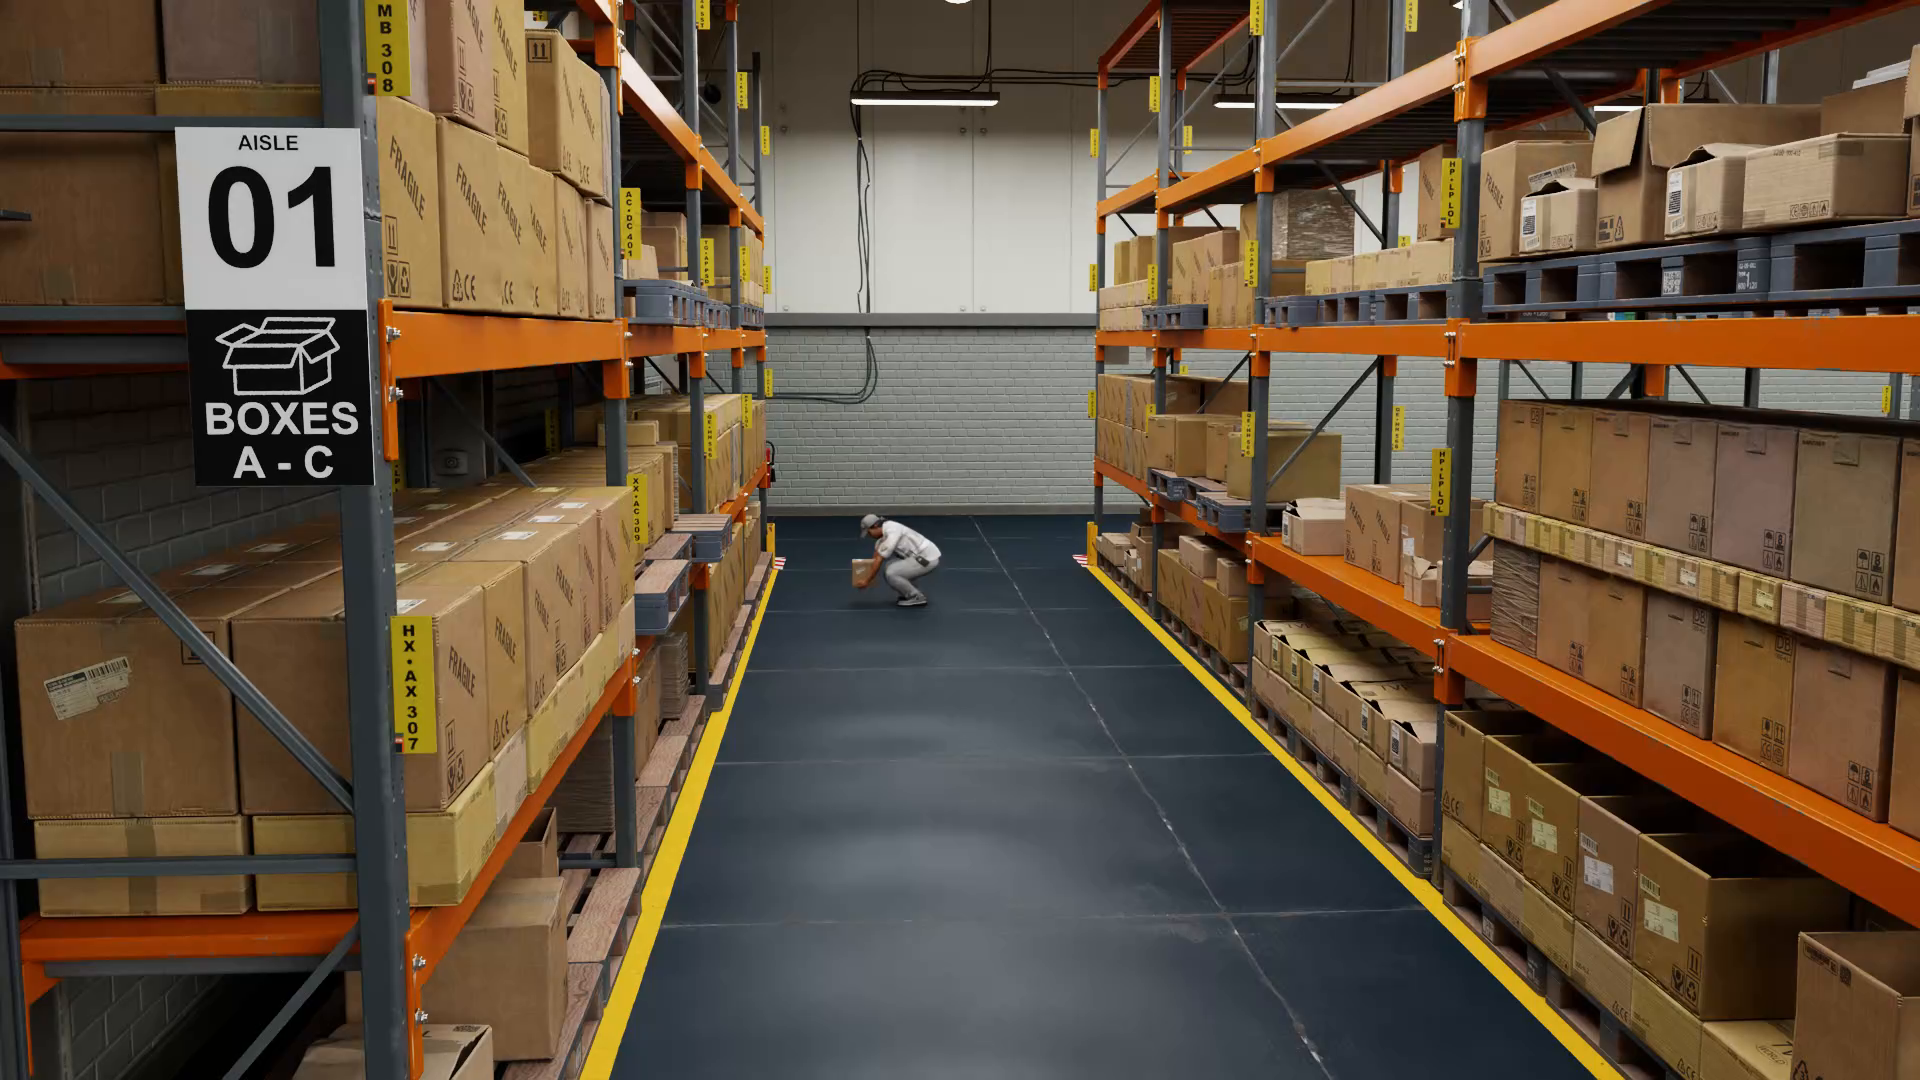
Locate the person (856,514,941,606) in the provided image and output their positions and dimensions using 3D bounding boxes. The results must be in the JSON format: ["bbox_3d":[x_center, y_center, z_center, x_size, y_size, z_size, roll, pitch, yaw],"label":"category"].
[{"bbox_3d":[-0.647,0.197,17.155,0.859,0.947,0.509,-1,7,-5],"label":"person"}]
